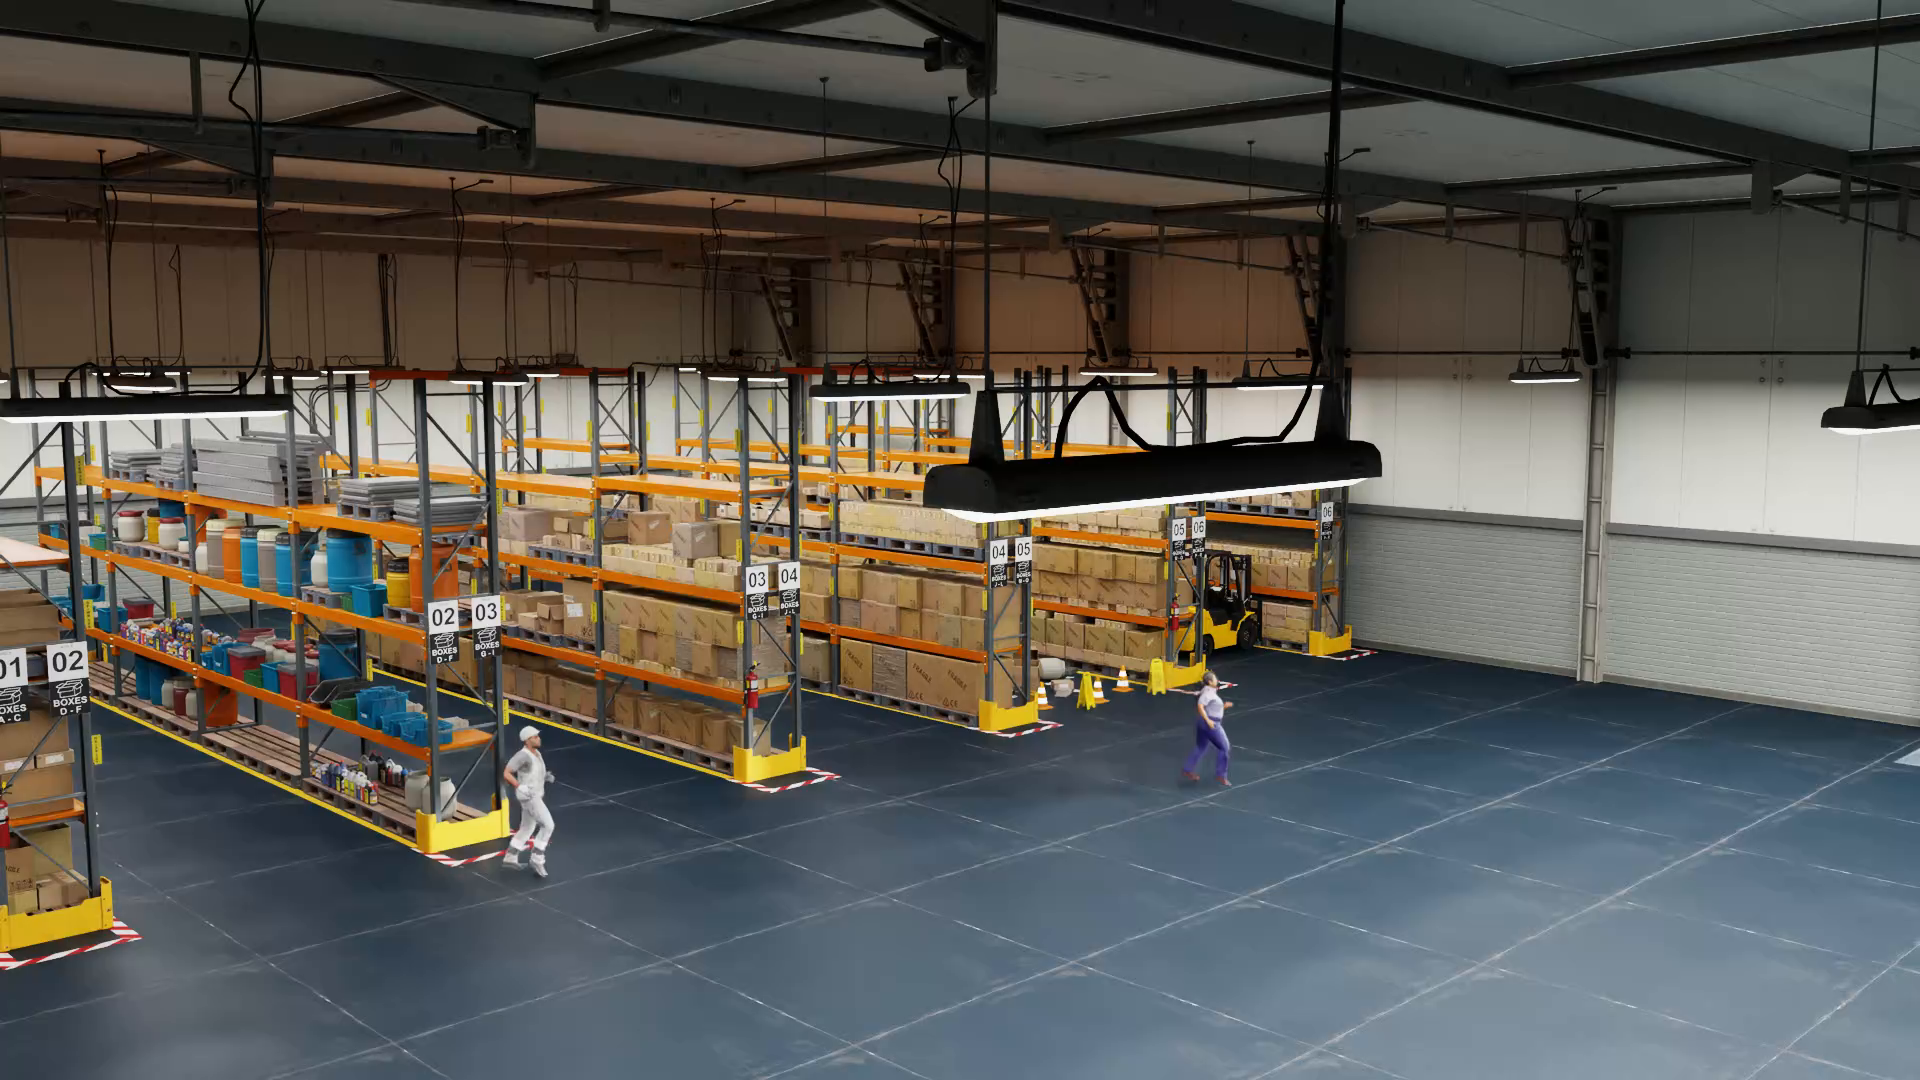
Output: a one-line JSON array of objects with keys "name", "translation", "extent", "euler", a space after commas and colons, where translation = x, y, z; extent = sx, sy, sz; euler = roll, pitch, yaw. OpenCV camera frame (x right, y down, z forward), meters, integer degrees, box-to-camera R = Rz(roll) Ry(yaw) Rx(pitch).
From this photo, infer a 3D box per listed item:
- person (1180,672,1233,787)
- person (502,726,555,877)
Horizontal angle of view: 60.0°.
[{"name": "person", "translation": [3.634, 2.776, 24.336], "extent": [0.748, 1.711, 0.579], "euler": [-1, 7, -11]}, {"name": "person", "translation": [-5.248, 3.179, 20.255], "extent": [0.646, 1.841, 0.692], "euler": [0, 6, -2]}]
